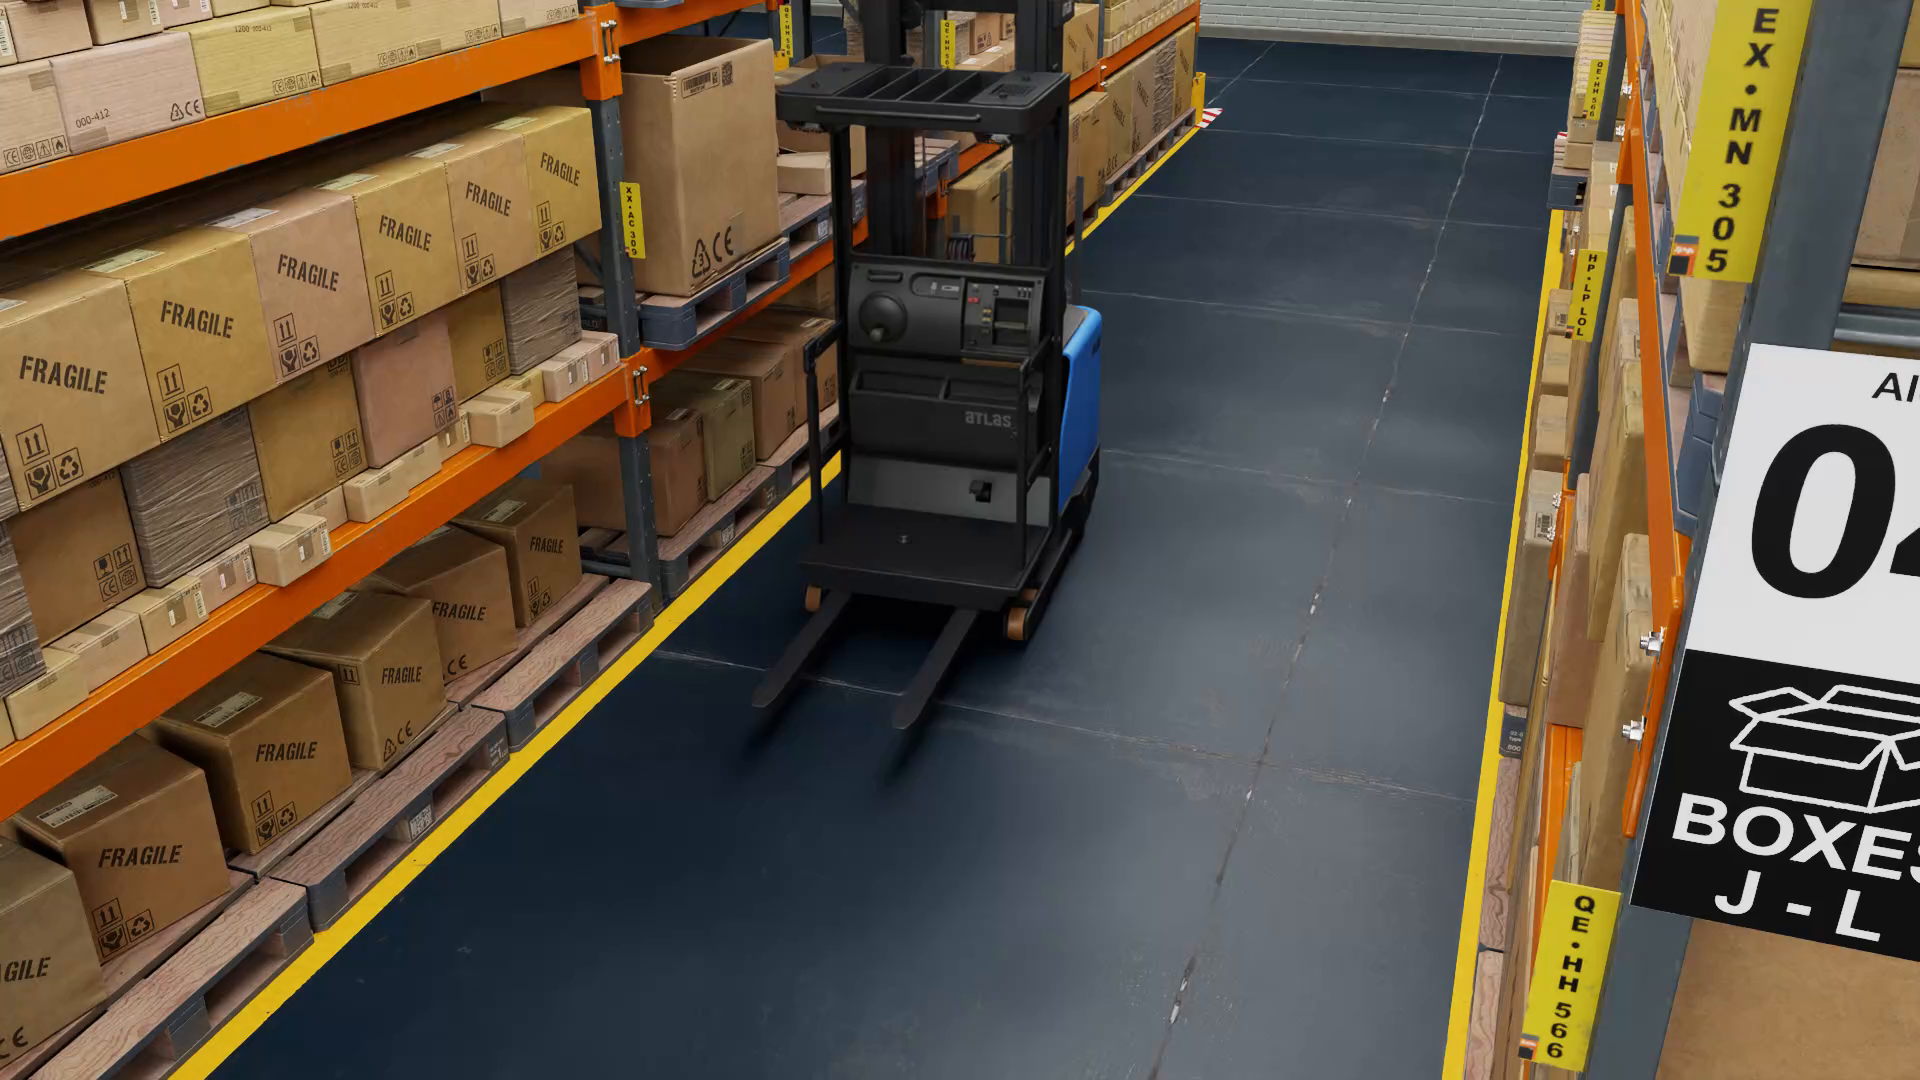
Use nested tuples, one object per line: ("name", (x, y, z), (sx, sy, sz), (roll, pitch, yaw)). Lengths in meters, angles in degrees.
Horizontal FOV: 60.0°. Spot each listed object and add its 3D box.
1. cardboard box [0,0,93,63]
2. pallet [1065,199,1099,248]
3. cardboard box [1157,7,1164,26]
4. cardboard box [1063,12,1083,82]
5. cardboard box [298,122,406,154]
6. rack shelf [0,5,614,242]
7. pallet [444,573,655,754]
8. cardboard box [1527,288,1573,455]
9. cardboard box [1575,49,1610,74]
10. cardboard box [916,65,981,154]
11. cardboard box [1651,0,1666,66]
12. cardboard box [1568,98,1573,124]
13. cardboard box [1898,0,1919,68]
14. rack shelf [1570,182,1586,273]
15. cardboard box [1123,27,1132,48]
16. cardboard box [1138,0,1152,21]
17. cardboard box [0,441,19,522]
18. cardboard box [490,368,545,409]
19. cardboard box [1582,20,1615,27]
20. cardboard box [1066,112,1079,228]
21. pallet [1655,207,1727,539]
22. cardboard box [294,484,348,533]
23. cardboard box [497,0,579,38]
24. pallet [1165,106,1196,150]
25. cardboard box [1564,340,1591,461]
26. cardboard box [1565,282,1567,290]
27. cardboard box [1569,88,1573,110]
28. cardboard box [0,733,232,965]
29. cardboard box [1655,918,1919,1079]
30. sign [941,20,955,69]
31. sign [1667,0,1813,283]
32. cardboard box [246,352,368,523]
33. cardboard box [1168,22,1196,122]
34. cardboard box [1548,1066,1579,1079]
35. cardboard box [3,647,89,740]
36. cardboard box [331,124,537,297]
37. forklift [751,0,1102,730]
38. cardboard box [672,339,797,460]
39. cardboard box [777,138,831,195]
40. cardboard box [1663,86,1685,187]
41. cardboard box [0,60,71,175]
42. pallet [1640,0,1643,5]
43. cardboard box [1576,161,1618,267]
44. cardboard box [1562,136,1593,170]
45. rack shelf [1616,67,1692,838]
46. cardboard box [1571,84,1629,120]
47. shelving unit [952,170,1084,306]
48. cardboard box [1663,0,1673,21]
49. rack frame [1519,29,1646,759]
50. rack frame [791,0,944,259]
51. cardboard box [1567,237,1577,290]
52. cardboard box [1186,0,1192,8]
("cardboard box", (-2.559, -1.372, 4.414), (0.380, 0.149, 0.250), (9, 27, 17))
("pallet", (0.551, -2.764, 14.216), (1.003, 0.211, 1.213), (9, 27, 17))
("cardboard box", (1.751, -5.055, 16.037), (0.380, 0.149, 0.250), (9, 27, 18))
("cardboard box", (0.667, -3.958, 13.367), (0.500, 0.500, 0.500), (10, 27, 19))
("cardboard box", (-2.480, -1.334, 6.460), (0.500, 0.500, 0.500), (9, 27, 17))
("rack shelf", (-2.591, -1.264, 5.301), (1.077, 0.370, 4.000), (9, 27, 17))
("pallet", (-2.116, 0.477, 7.523), (1.003, 0.211, 1.213), (9, 27, 17))
("cardboard box", (3.762, -0.881, 9.228), (1.050, 0.750, 0.750), (8, 27, 17))
("cardboard box", (4.212, -3.085, 10.803), (0.380, 0.149, 0.250), (10, 28, 20))
("cardboard box", (-0.176, -2.908, 11.200), (0.500, 0.500, 0.500), (10, 27, 19))
("cardboard box", (1.940, -1.251, 4.141), (0.380, 0.149, 0.250), (8, 27, 17))
("cardboard box", (3.957, -2.640, 10.225), (0.380, 0.149, 0.250), (9, 27, 19))
("cardboard box", (1.179, -0.672, 2.031), (0.380, 0.149, 0.250), (9, 27, 18))
("rack shelf", (4.715, -2.440, 11.174), (1.077, 0.370, 4.000), (9, 27, 17))
("cardboard box", (1.323, -4.523, 14.939), (0.380, 0.149, 0.250), (10, 27, 19))
("cardboard box", (1.477, -4.986, 15.436), (0.500, 0.250, 0.500), (9, 27, 19))
("cardboard box", (-2.817, -0.231, 4.181), (0.500, 0.500, 0.500), (9, 27, 17))
("cardboard box", (-1.952, -0.620, 6.876), (0.380, 0.149, 0.250), (9, 27, 17))
("cardboard box", (4.641, -3.614, 11.896), (0.380, 0.149, 0.250), (9, 27, 18))
("cardboard box", (0.246, -2.946, 13.349), (1.225, 0.875, 0.875), (8, 27, 16))
("pallet", (1.624, -0.271, 2.528), (1.003, 0.211, 1.213), (9, 27, 17))
("cardboard box", (-2.388, -0.109, 5.822), (0.380, 0.149, 0.250), (9, 27, 17))
("cardboard box", (-1.831, -2.117, 6.410), (0.500, 0.250, 0.500), (10, 28, 19))
("pallet", (1.875, -4.396, 17.586), (1.003, 0.211, 1.213), (9, 27, 17))
("cardboard box", (2.640, -0.597, 6.425), (0.500, 0.500, 0.500), (9, 27, 17))
("cardboard box", (4.022, -1.315, 10.409), (0.500, 0.500, 0.500), (9, 27, 17))
("cardboard box", (4.299, -2.926, 11.158), (0.380, 0.149, 0.250), (7, 27, 15))
("cardboard box", (-2.866, 1.016, 5.596), (0.500, 0.500, 0.500), (17, 30, 31))
("cardboard box", (1.547, 0.645, 2.565), (0.875, 0.550, 0.550), (9, 27, 17))
("sign", (-0.080, -3.114, 10.501), (0.100, 0.325, 0.005), (9, 27, 17))
("sign", (0.880, -0.452, 1.874), (0.100, 0.325, 0.005), (9, 27, 17))
("cardboard box", (-2.610, -0.442, 5.765), (0.875, 0.500, 0.500), (9, 27, 17))
("cardboard box", (1.930, -4.949, 17.485), (0.875, 0.875, 0.875), (9, 27, 17))
("cardboard box", (1.468, 1.119, 2.825), (0.875, 0.550, 0.550), (9, 27, 17))
("cardboard box", (-2.738, 0.415, 4.740), (0.380, 0.149, 0.250), (9, 27, 17))
("cardboard box", (-1.981, -1.258, 6.302), (0.500, 0.500, 0.500), (9, 27, 17))
("forklift", (-0.125, -1.034, 7.523), (1.130, 2.935, 3.031), (7, 27, 14))
("cardboard box", (-1.339, -0.805, 9.333), (0.700, 0.500, 0.500), (6, 27, 13))
("cardboard box", (-0.895, -2.107, 9.332), (0.396, 0.266, 0.258), (8, 27, 16))
("cardboard box", (1.517, -0.730, 3.065), (0.380, 0.149, 0.250), (8, 27, 17))
("cardboard box", (-2.687, -1.071, 4.251), (0.500, 0.250, 0.500), (8, 27, 16))
("pallet", (3.516, -2.475, 7.194), (1.003, 0.211, 1.213), (10, 28, 20))
("cardboard box", (3.479, -1.633, 8.565), (0.500, 0.500, 0.500), (8, 27, 17))
("cardboard box", (3.780, -2.288, 9.839), (0.380, 0.149, 0.250), (9, 27, 18))
("rack shelf", (2.053, -0.503, 3.730), (1.077, 0.370, 4.000), (9, 27, 17))
("cardboard box", (3.780, -2.554, 9.706), (0.380, 0.149, 0.250), (8, 27, 15))
("shelving unit", (0.344, -1.266, 9.644), (0.587, 1.500, 1.083), (7, 27, 14))
("cardboard box", (1.957, -1.374, 3.937), (0.500, 0.250, 0.500), (8, 27, 17))
("rack frame", (2.718, -0.298, 5.924), (1.000, 3.000, 0.127), (9, 27, 17))
("rack frame", (-0.594, -2.703, 10.891), (1.000, 3.000, 0.127), (9, 27, 17))
("cardboard box", (4.030, -1.663, 10.268), (0.500, 0.250, 0.500), (8, 27, 16))
("cardboard box", (2.175, -5.576, 17.113), (0.380, 0.149, 0.250), (9, 27, 18))
